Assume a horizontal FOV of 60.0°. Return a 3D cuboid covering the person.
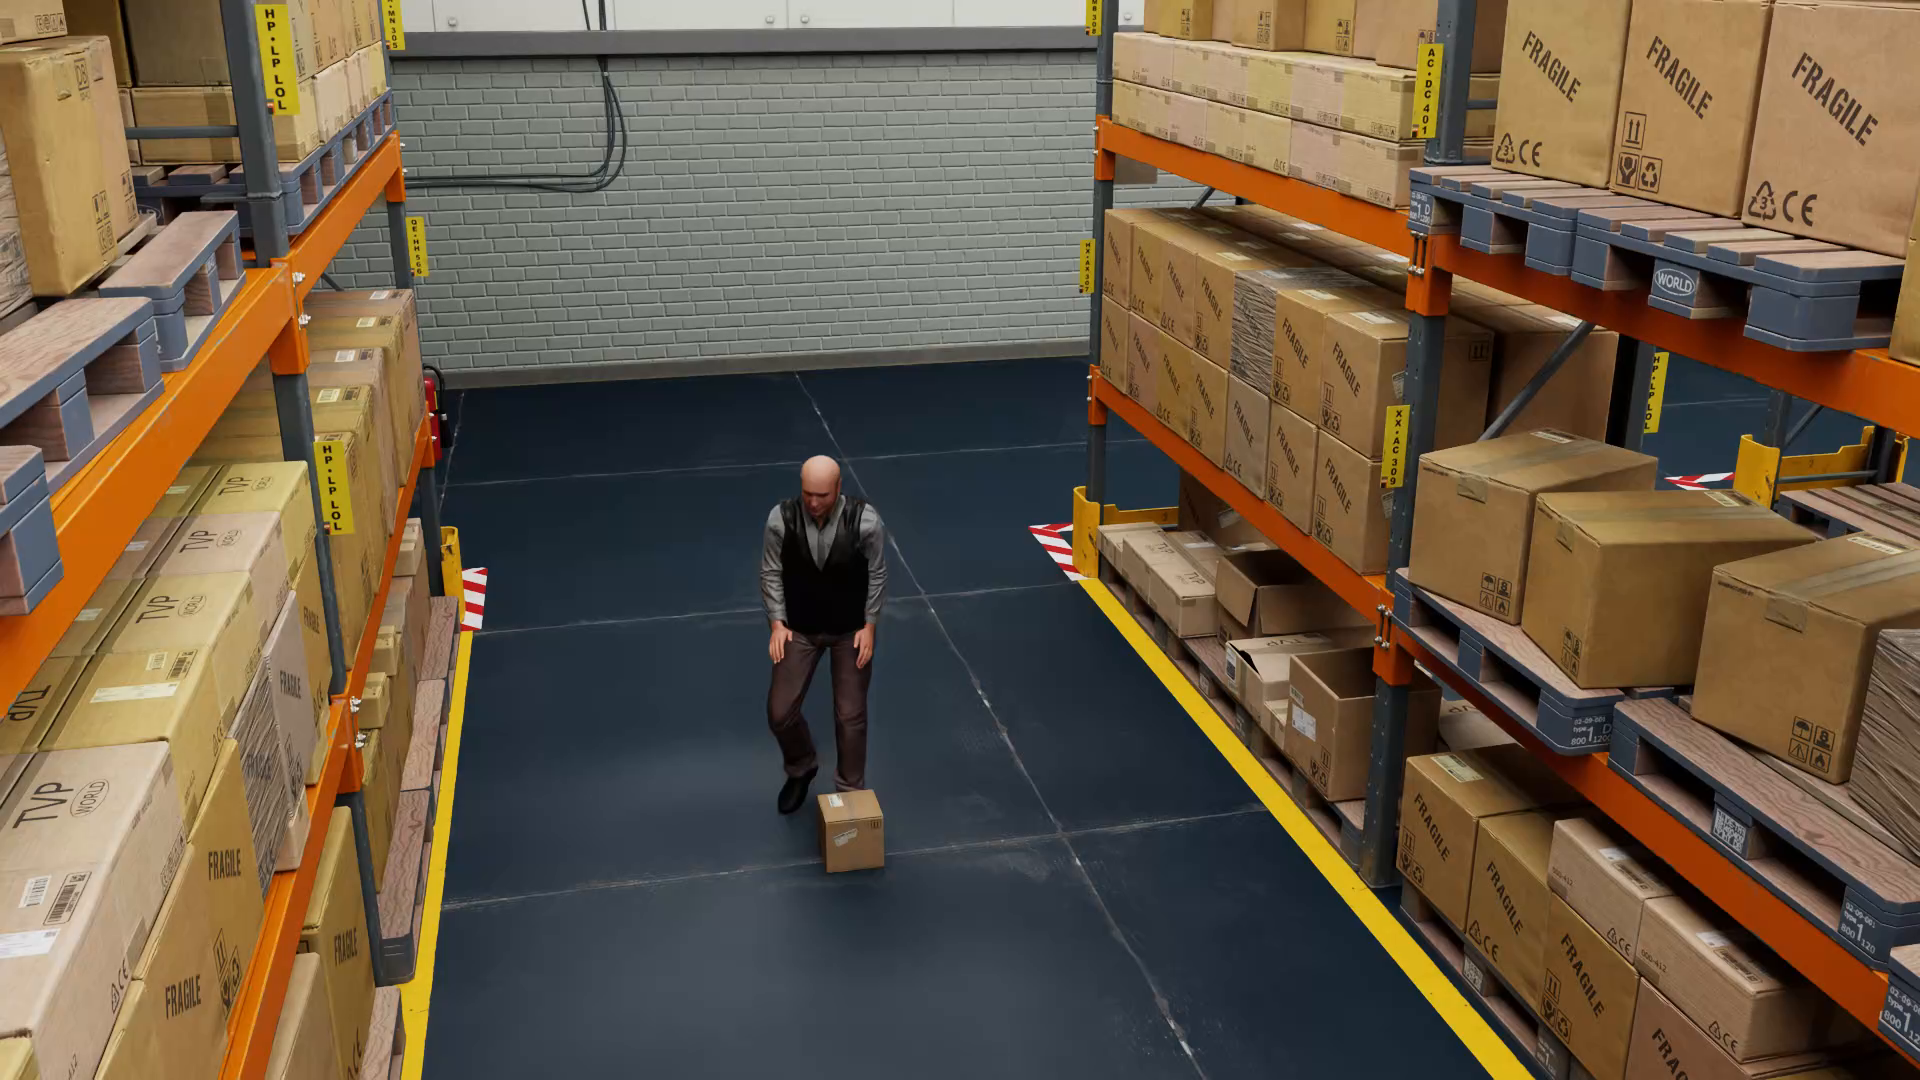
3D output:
[{"bbox_3d":[-0.599,0.457,7.325,0.553,1.738,0.527,1,19,2],"label":"person"}]
